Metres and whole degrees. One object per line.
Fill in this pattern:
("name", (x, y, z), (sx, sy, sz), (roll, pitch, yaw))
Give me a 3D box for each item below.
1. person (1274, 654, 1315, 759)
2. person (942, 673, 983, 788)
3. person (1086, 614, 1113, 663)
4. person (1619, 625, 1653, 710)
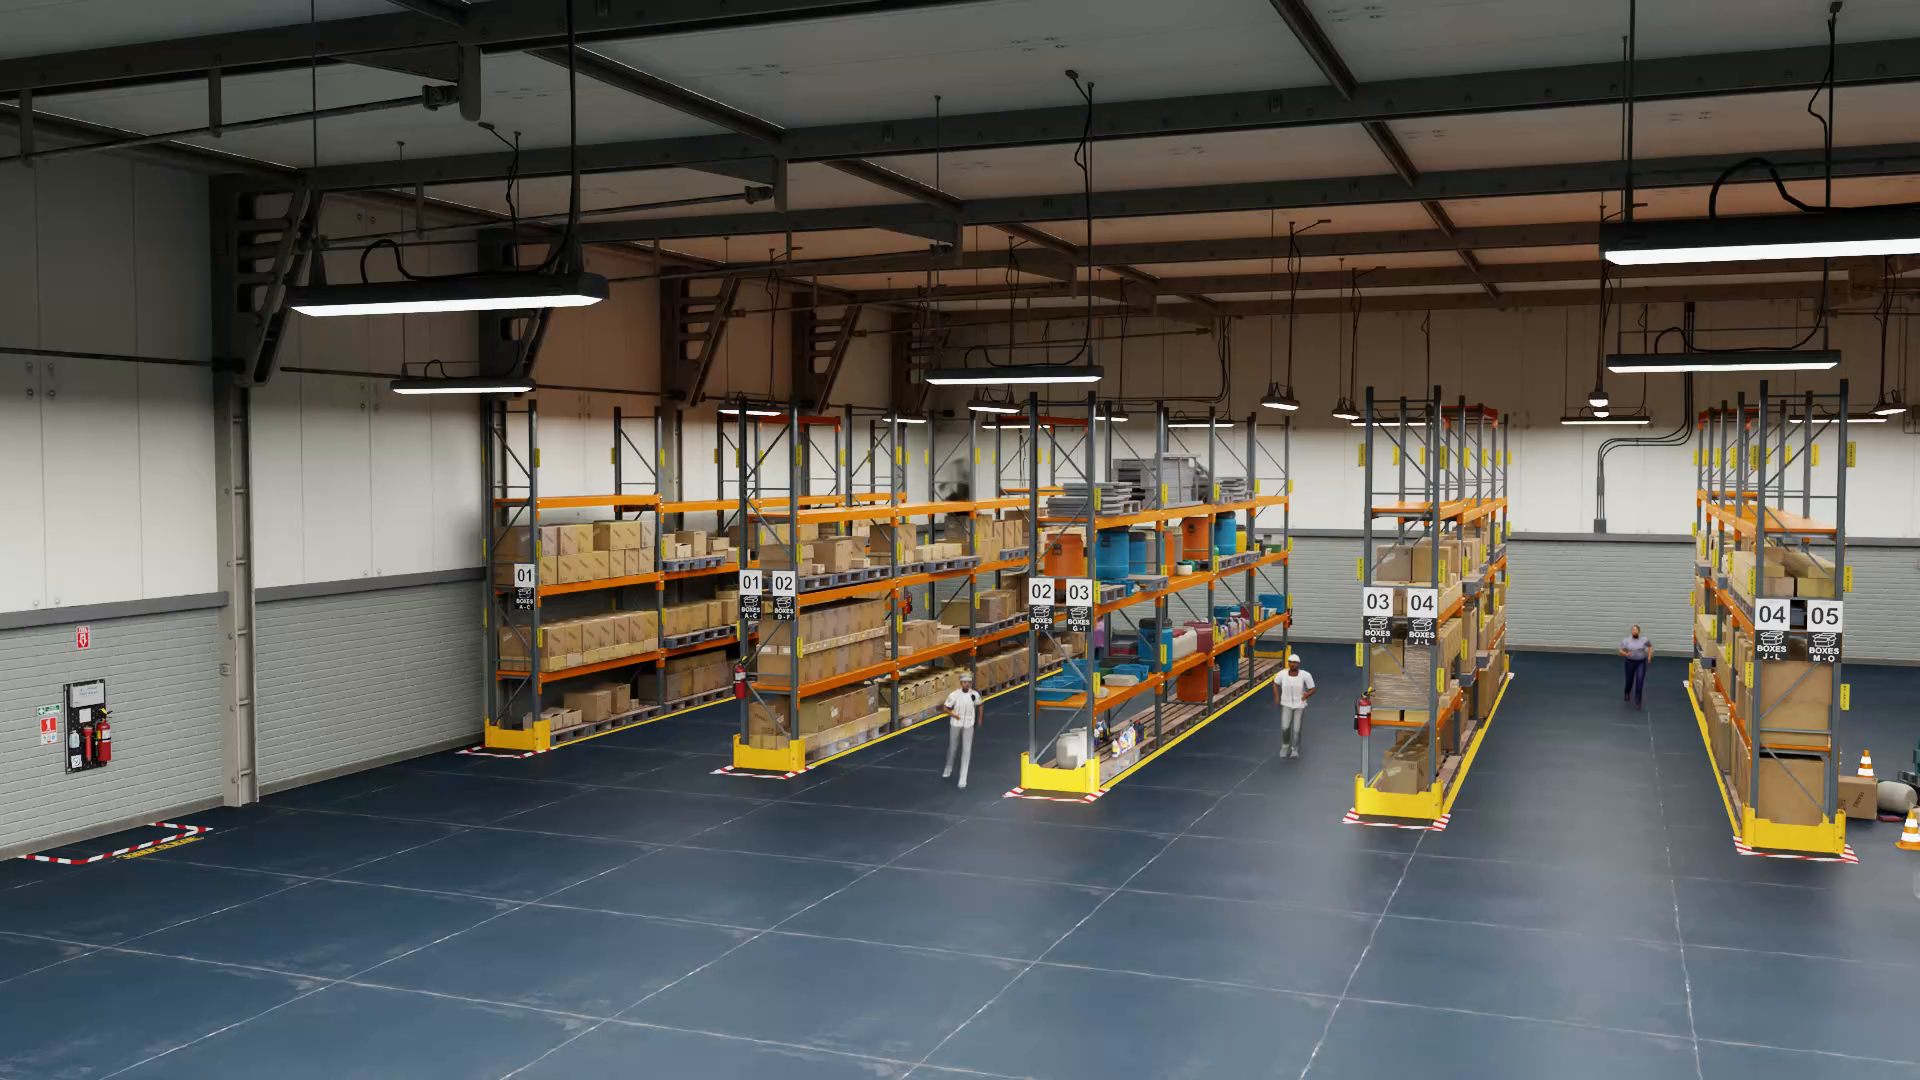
("person", (5.531, 2.766, 27.557), (0.697, 1.753, 0.672), (1, 3, 14))
("person", (0.058, 2.895, 25.617), (0.639, 1.713, 0.861), (0, 3, -5))
("person", (2.847, 2.234, 34.206), (0.510, 1.623, 0.639), (1, 3, 17))
("person", (13.598, 2.536, 33.466), (0.616, 1.666, 0.936), (1, 3, 23))
